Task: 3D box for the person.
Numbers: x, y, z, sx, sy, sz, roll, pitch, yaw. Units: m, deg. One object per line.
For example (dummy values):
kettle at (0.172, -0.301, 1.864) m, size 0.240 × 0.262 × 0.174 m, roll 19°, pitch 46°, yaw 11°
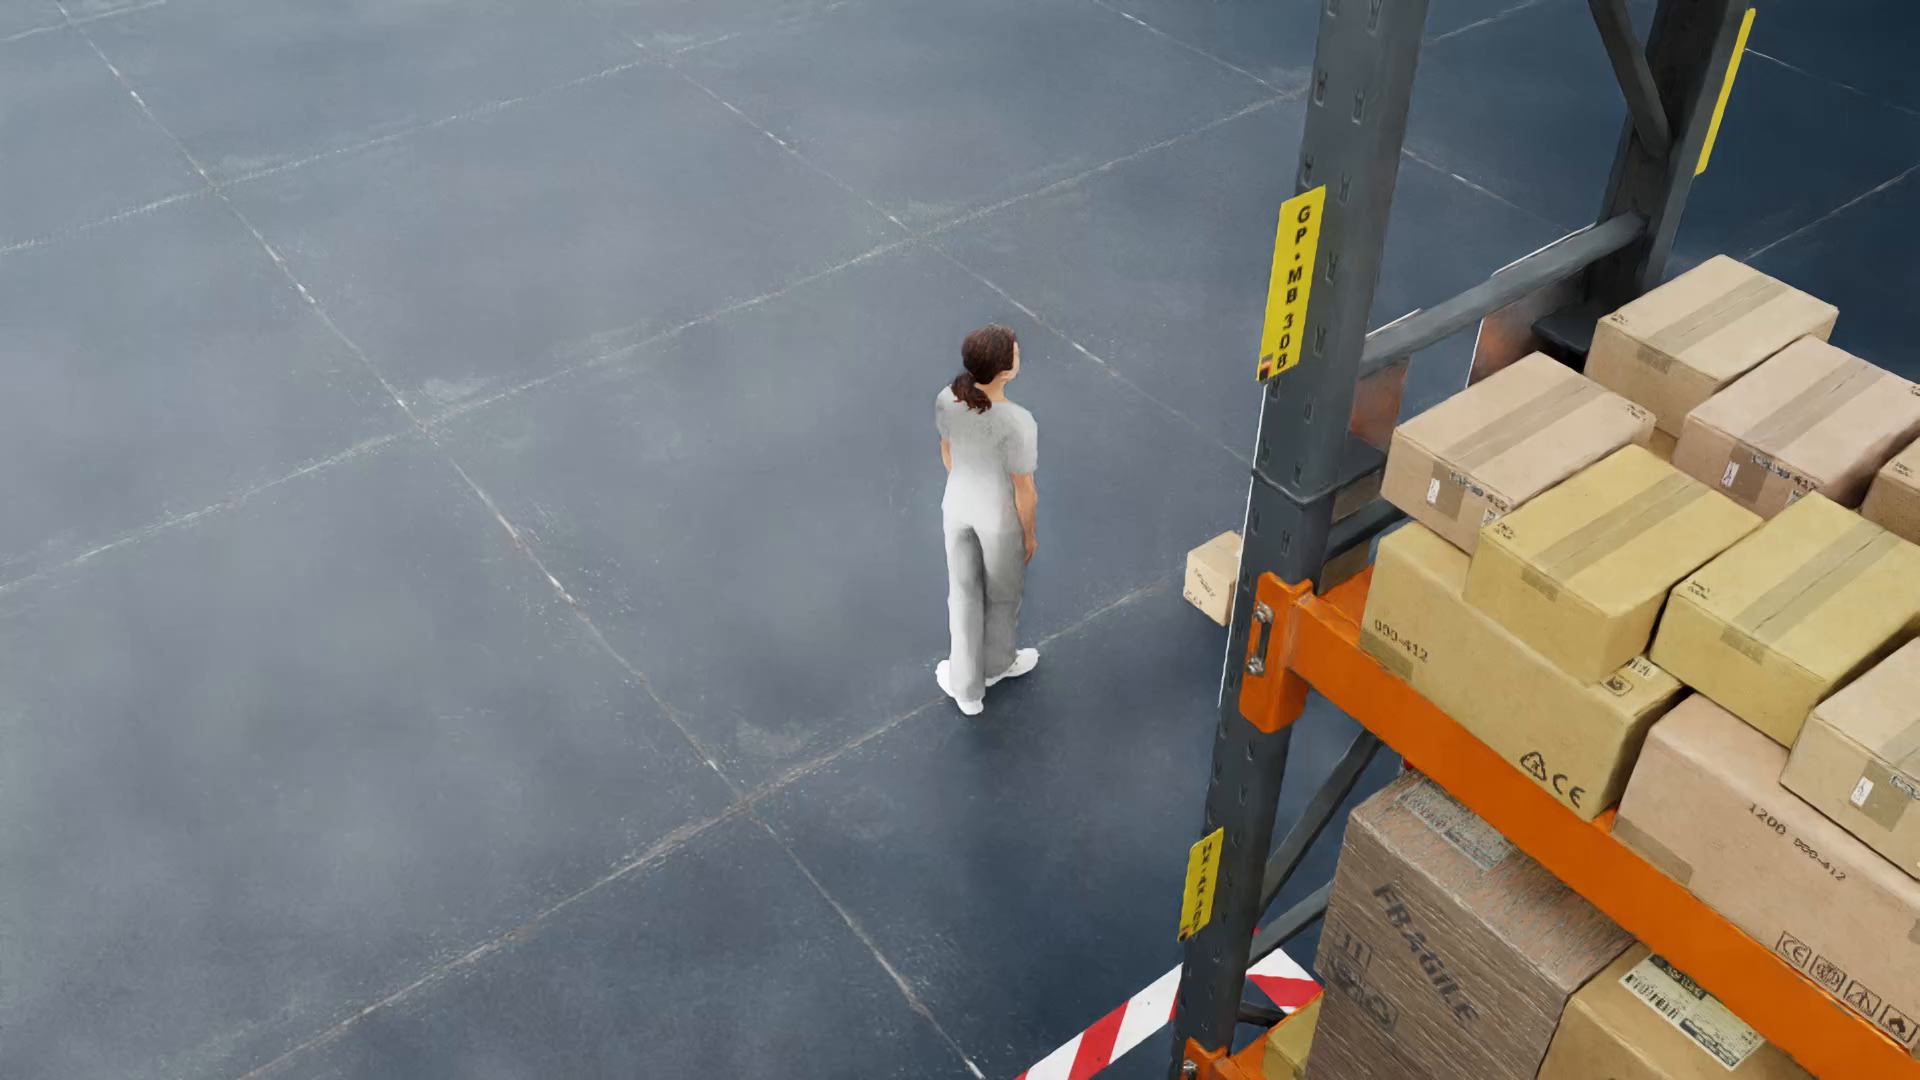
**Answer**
person at (0.081, -0.061, 6.227) m, size 0.450 × 1.676 × 0.478 m, roll 19°, pitch 44°, yaw 21°
